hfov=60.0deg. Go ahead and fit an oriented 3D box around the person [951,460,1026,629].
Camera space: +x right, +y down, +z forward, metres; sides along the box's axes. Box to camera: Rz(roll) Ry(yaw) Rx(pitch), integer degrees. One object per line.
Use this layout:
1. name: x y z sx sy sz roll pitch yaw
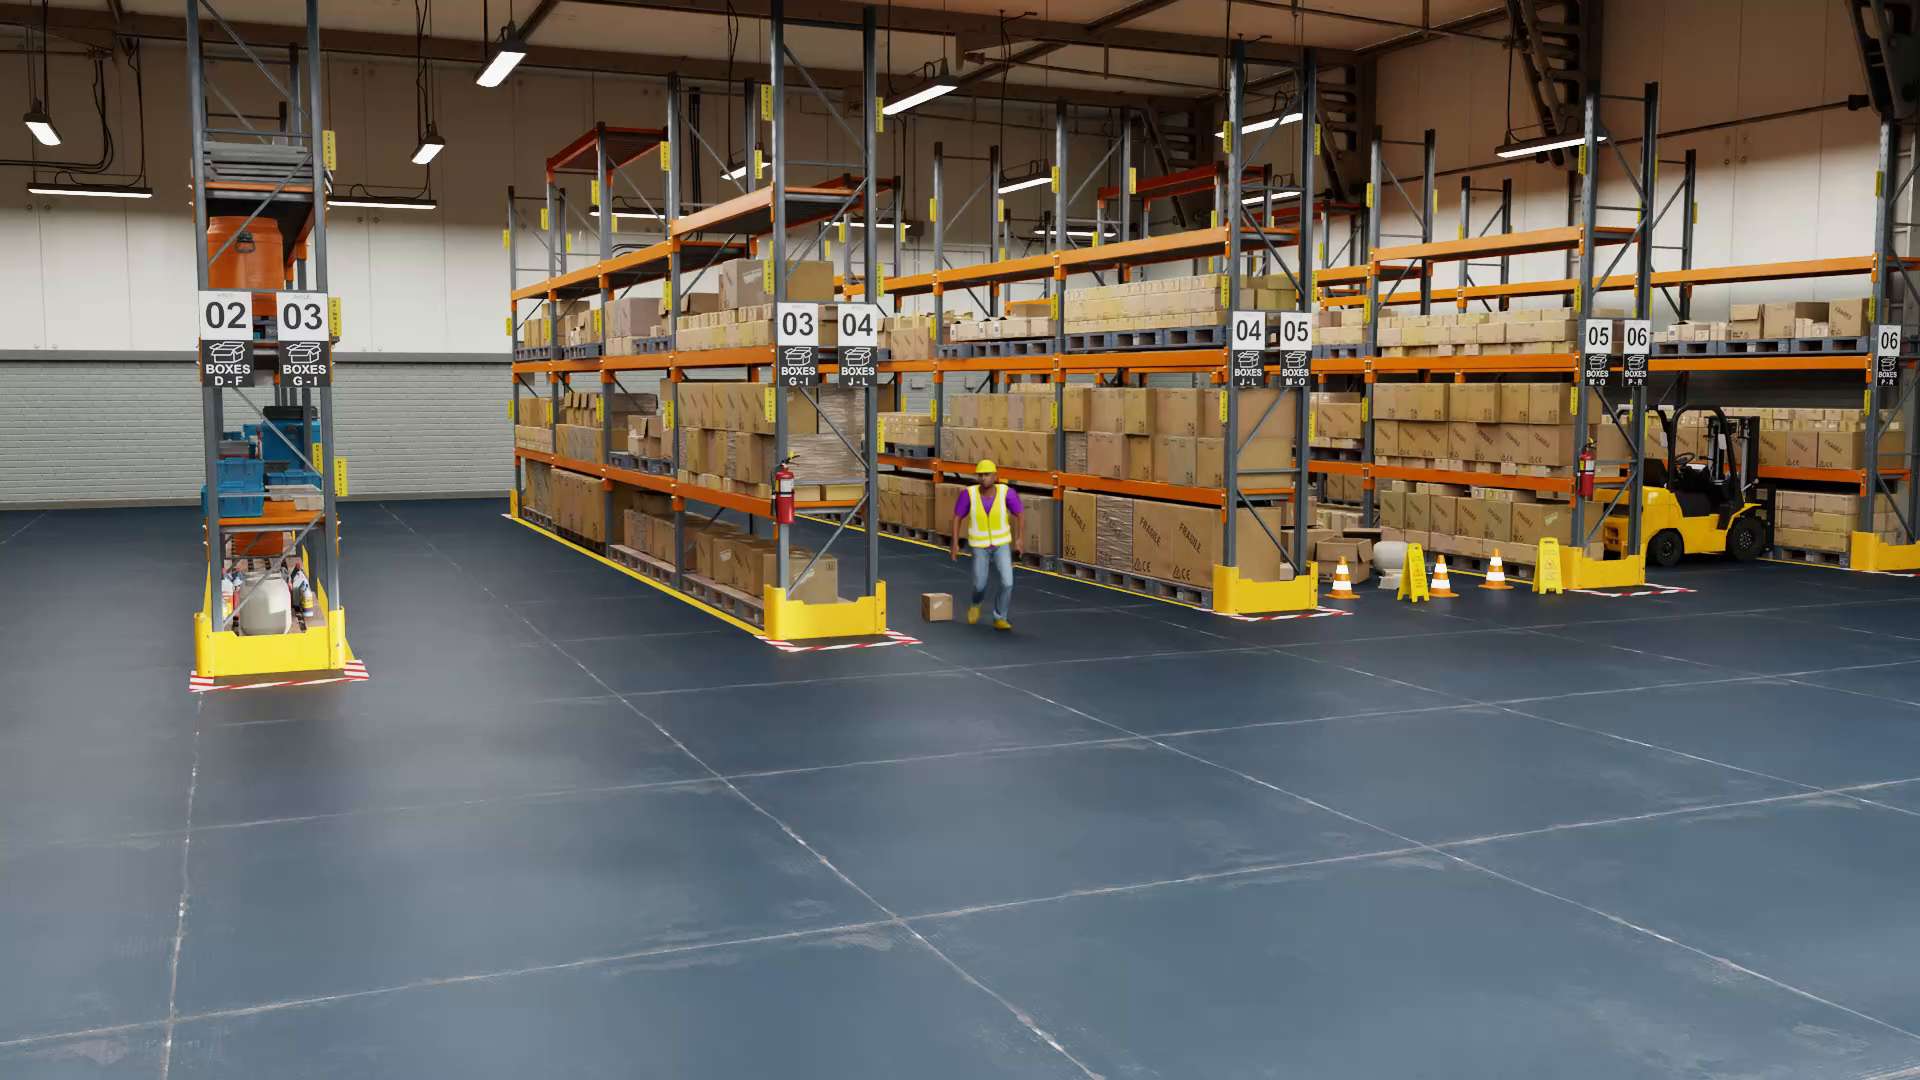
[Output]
1. person: 0.278 0.037 16.558 0.743 1.690 0.689 0 5 -5
